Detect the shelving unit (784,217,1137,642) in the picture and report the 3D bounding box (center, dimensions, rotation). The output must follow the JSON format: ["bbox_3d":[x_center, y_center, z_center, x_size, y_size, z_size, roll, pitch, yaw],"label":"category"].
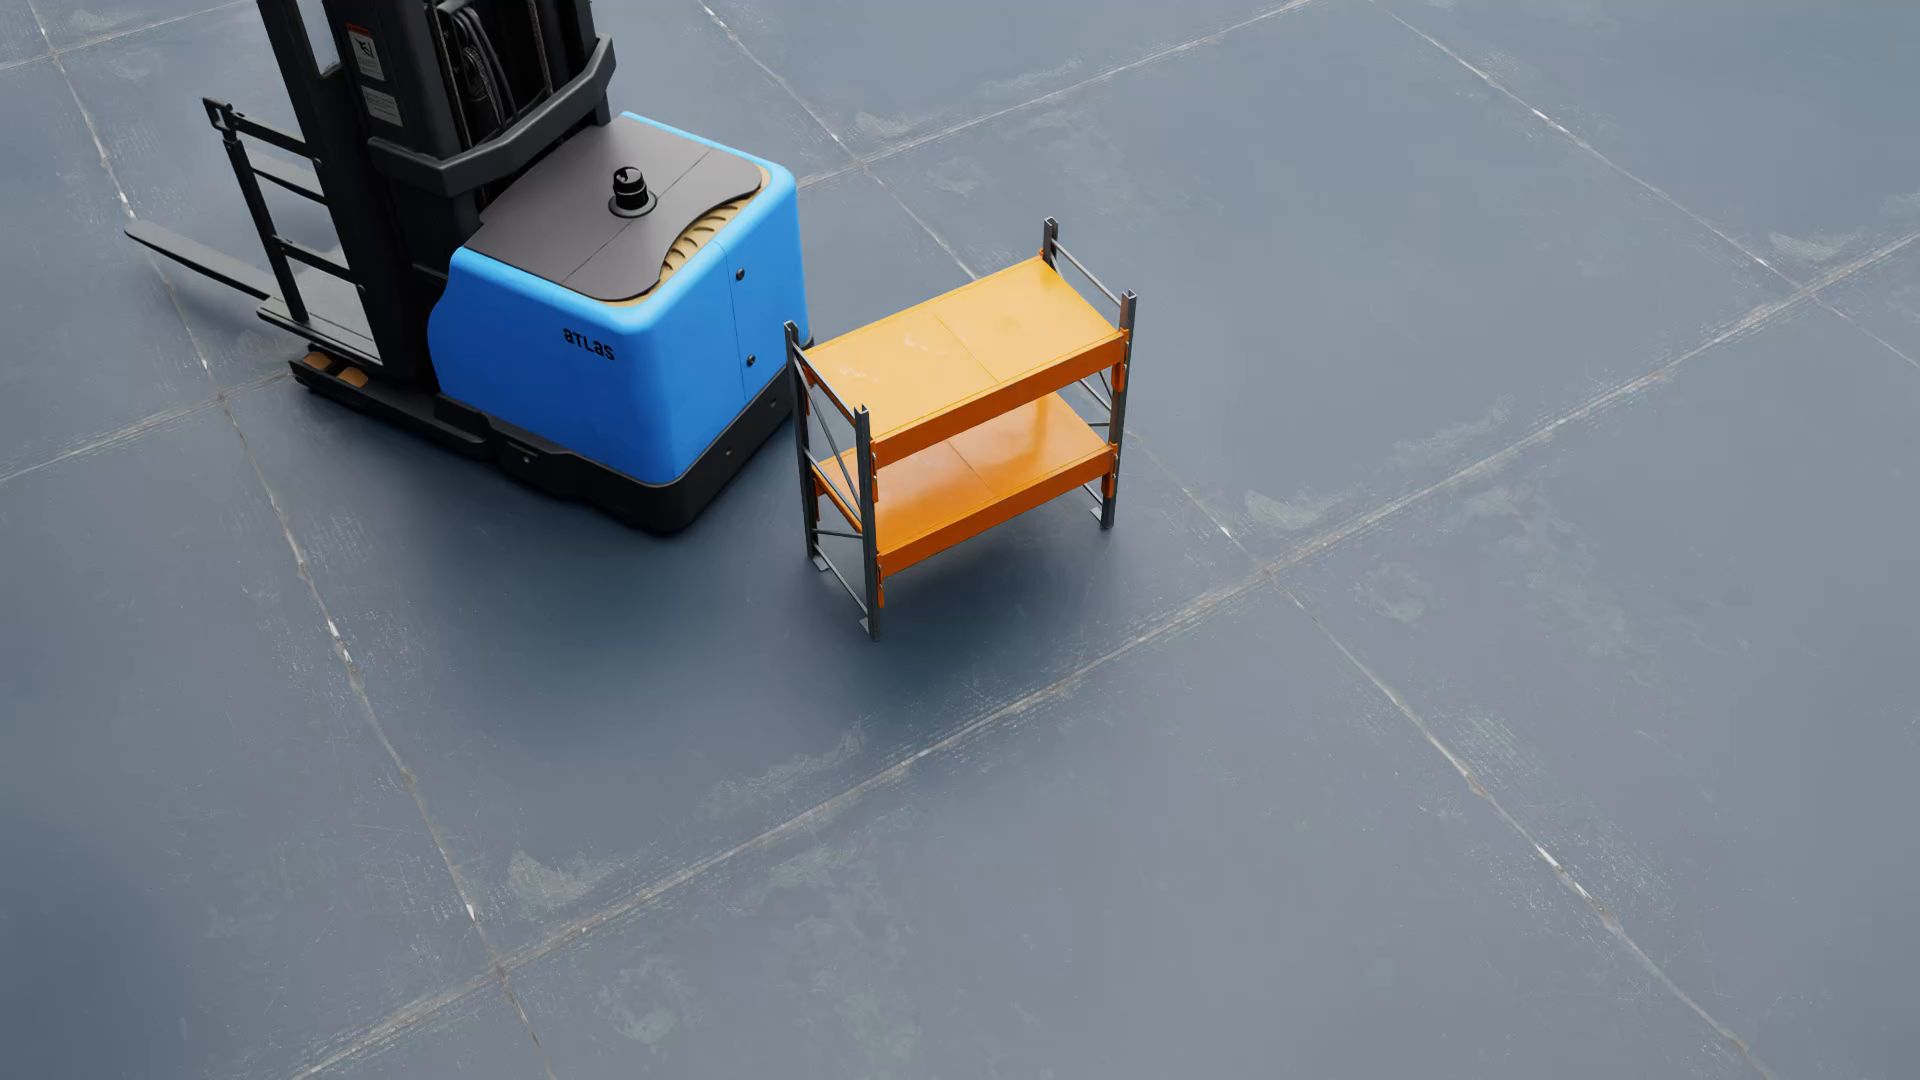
[{"bbox_3d":[0.006,-0.377,5.832,1.048,1.125,0.538,-25,53,-21],"label":"shelving unit"}]

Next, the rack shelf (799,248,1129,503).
[{"bbox_3d":[0.006,-0.571,5.614,1.000,0.278,0.538,-25,53,-21],"label":"rack shelf"}]

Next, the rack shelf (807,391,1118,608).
[{"bbox_3d":[0.006,-0.214,6.015,1.000,0.278,0.538,-25,53,-21],"label":"rack shelf"}]

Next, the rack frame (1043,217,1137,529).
[{"bbox_3d":[0.436,-0.579,6.013,0.032,1.125,0.500,-25,53,-21],"label":"rack frame"}]

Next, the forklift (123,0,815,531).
[{"bbox_3d":[-2.118,-1.827,5.915,3.031,2.935,1.130,23,52,19],"label":"forklift"}]

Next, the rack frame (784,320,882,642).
[{"bbox_3d":[-0.424,-0.174,5.652,0.032,1.125,0.500,-25,53,-21],"label":"rack frame"}]
